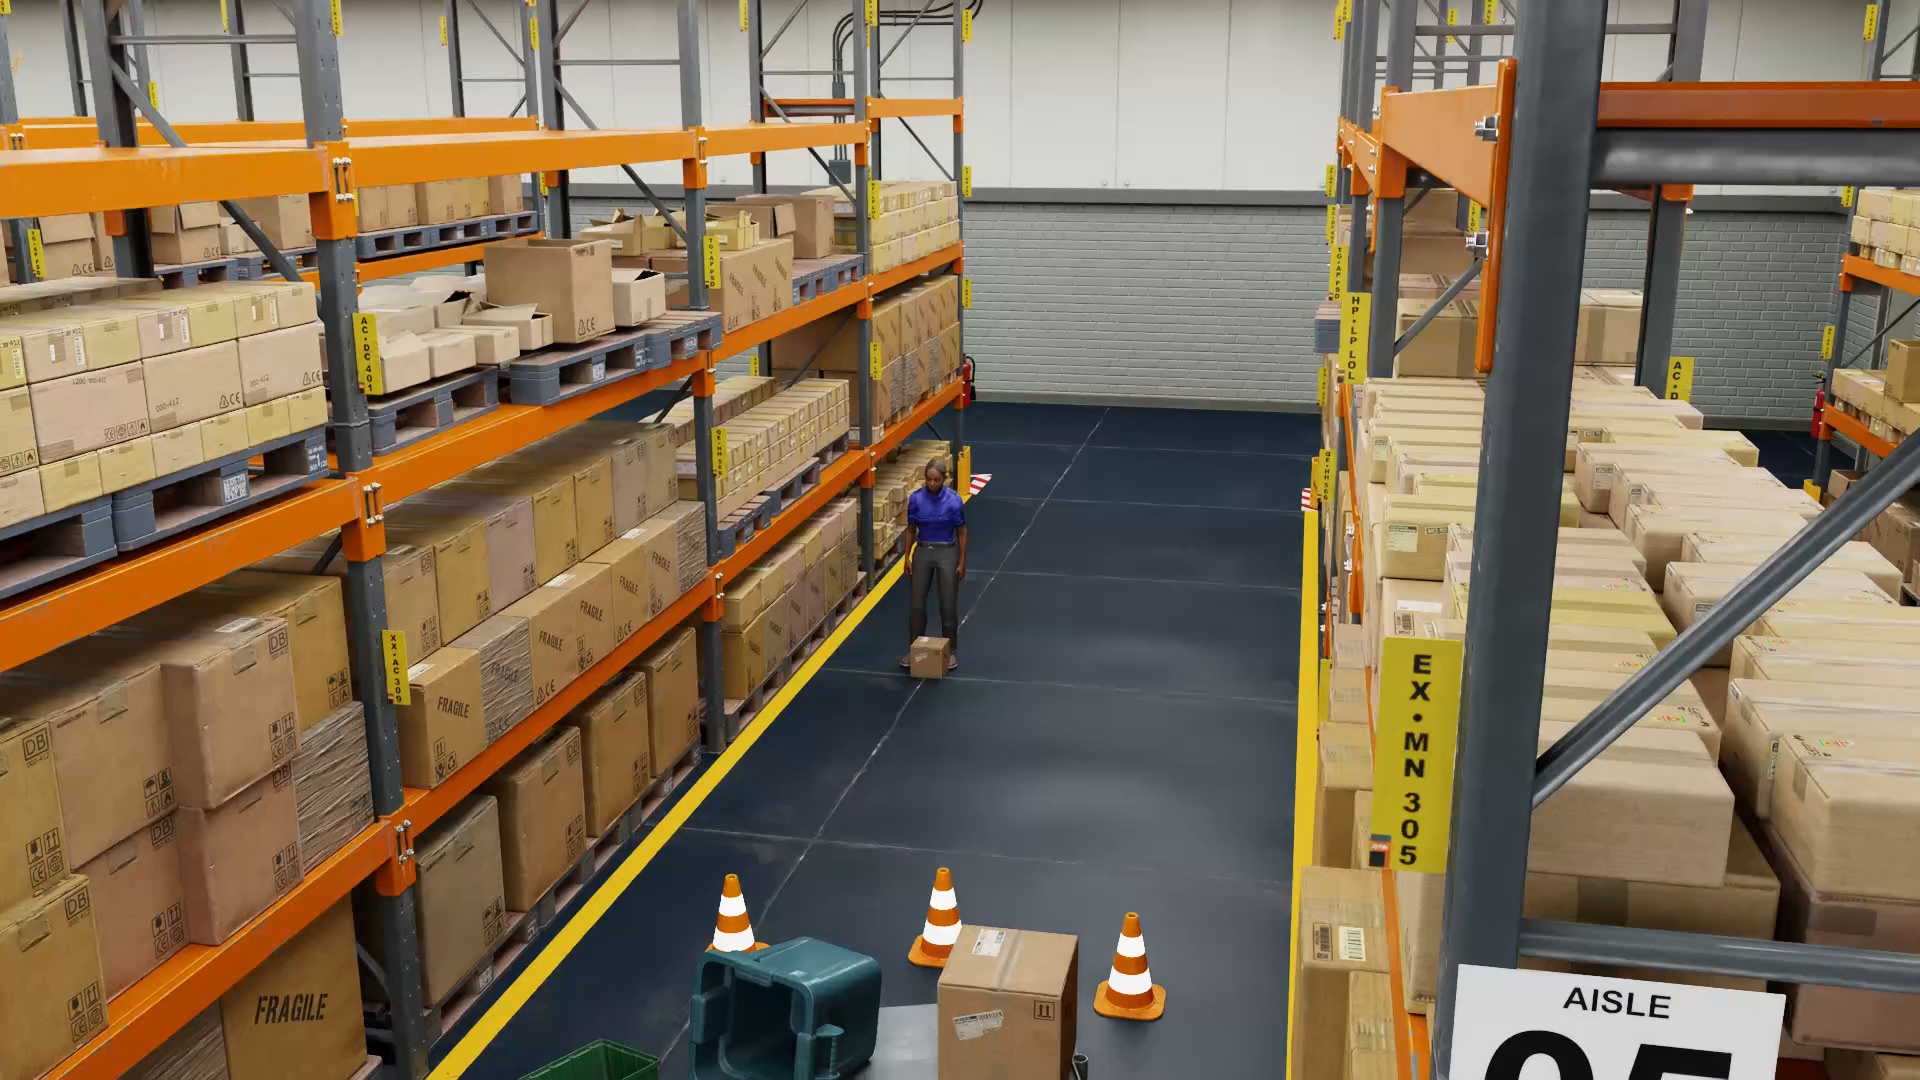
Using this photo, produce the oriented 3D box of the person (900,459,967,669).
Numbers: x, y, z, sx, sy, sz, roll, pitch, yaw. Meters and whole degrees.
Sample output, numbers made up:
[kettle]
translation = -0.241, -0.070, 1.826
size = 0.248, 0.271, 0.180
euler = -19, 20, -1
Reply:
[person]
translation = -0.200, 0.170, 12.877
size = 0.509, 1.655, 0.350
euler = 3, 15, 11
